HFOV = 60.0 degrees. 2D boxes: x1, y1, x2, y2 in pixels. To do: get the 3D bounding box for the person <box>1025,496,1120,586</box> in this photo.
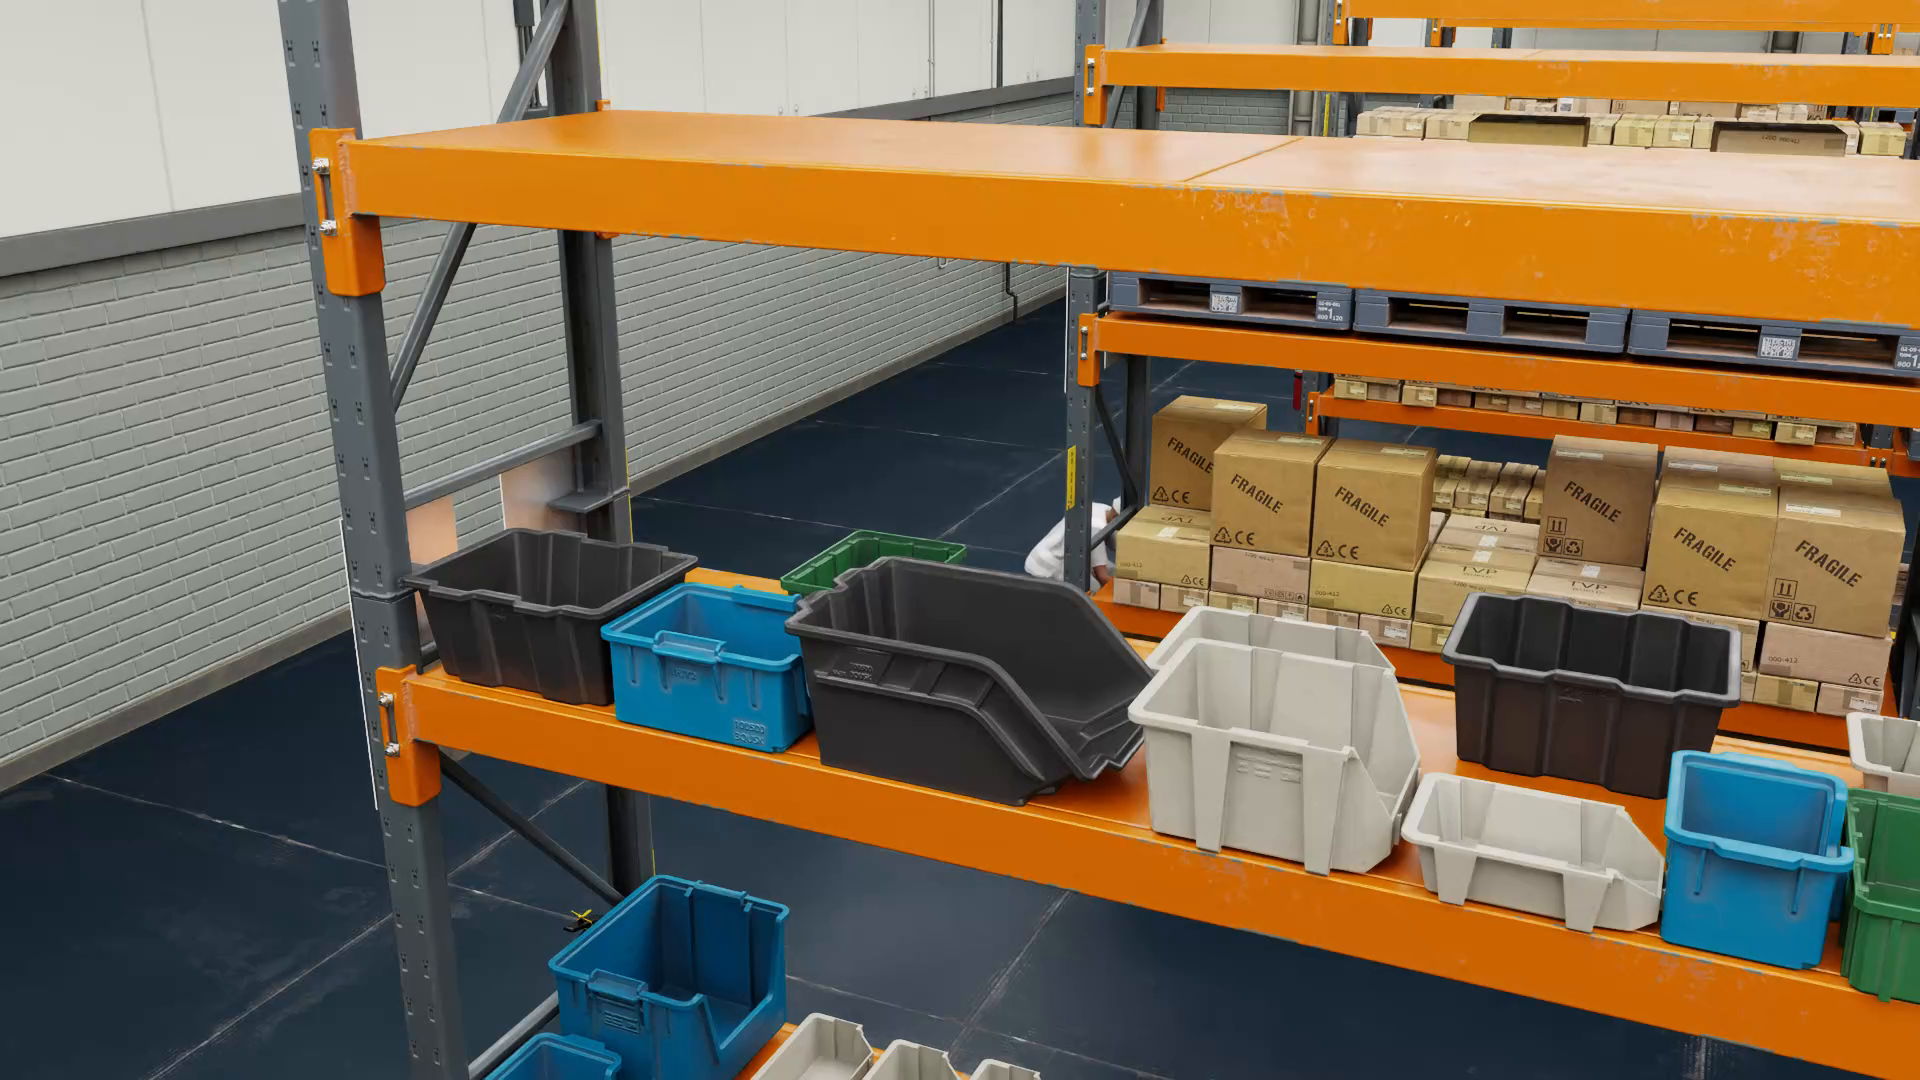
[{"bbox_3d":[0.934,0.124,11.909,0.901,0.993,0.561,8,21,23],"label":"person"}]
